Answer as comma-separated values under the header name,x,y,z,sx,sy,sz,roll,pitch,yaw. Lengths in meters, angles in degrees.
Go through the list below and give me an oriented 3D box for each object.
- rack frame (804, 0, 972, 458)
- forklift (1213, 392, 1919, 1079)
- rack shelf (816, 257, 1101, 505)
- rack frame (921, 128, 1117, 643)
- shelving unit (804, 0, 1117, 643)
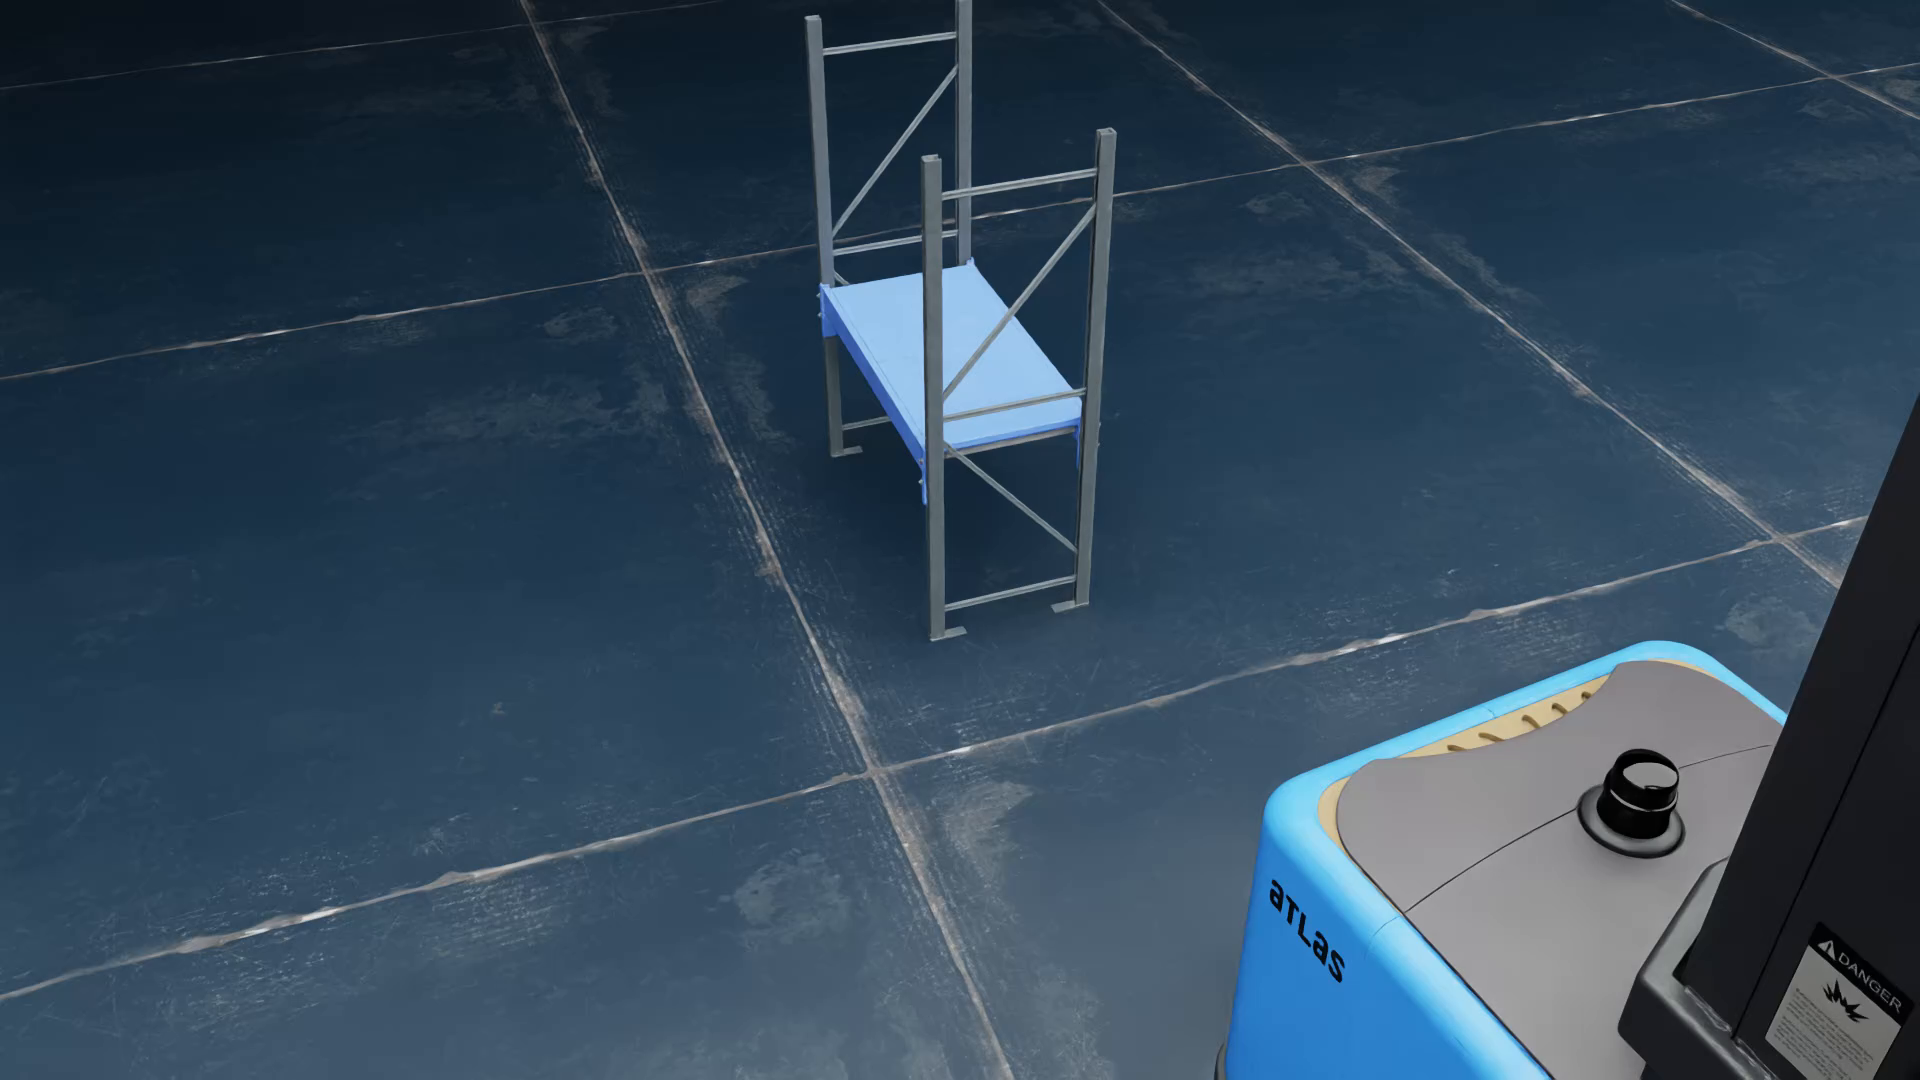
name,x,y,z,sx,sy,sz,roll,pitch,yaw
rack frame,-0.204,-0.934,5.244,0.500,1.500,0.032,-12,39,-16
forklift,1.622,0.783,1.774,1.130,2.935,3.031,-17,40,-21
rack shelf,-0.029,-0.504,4.971,0.538,0.185,1.000,-12,39,-16
rack frame,0.146,-0.360,4.481,0.500,1.500,0.032,-12,39,-16
shelving unit,-0.029,-0.647,4.863,0.538,1.500,1.048,-12,39,-16
